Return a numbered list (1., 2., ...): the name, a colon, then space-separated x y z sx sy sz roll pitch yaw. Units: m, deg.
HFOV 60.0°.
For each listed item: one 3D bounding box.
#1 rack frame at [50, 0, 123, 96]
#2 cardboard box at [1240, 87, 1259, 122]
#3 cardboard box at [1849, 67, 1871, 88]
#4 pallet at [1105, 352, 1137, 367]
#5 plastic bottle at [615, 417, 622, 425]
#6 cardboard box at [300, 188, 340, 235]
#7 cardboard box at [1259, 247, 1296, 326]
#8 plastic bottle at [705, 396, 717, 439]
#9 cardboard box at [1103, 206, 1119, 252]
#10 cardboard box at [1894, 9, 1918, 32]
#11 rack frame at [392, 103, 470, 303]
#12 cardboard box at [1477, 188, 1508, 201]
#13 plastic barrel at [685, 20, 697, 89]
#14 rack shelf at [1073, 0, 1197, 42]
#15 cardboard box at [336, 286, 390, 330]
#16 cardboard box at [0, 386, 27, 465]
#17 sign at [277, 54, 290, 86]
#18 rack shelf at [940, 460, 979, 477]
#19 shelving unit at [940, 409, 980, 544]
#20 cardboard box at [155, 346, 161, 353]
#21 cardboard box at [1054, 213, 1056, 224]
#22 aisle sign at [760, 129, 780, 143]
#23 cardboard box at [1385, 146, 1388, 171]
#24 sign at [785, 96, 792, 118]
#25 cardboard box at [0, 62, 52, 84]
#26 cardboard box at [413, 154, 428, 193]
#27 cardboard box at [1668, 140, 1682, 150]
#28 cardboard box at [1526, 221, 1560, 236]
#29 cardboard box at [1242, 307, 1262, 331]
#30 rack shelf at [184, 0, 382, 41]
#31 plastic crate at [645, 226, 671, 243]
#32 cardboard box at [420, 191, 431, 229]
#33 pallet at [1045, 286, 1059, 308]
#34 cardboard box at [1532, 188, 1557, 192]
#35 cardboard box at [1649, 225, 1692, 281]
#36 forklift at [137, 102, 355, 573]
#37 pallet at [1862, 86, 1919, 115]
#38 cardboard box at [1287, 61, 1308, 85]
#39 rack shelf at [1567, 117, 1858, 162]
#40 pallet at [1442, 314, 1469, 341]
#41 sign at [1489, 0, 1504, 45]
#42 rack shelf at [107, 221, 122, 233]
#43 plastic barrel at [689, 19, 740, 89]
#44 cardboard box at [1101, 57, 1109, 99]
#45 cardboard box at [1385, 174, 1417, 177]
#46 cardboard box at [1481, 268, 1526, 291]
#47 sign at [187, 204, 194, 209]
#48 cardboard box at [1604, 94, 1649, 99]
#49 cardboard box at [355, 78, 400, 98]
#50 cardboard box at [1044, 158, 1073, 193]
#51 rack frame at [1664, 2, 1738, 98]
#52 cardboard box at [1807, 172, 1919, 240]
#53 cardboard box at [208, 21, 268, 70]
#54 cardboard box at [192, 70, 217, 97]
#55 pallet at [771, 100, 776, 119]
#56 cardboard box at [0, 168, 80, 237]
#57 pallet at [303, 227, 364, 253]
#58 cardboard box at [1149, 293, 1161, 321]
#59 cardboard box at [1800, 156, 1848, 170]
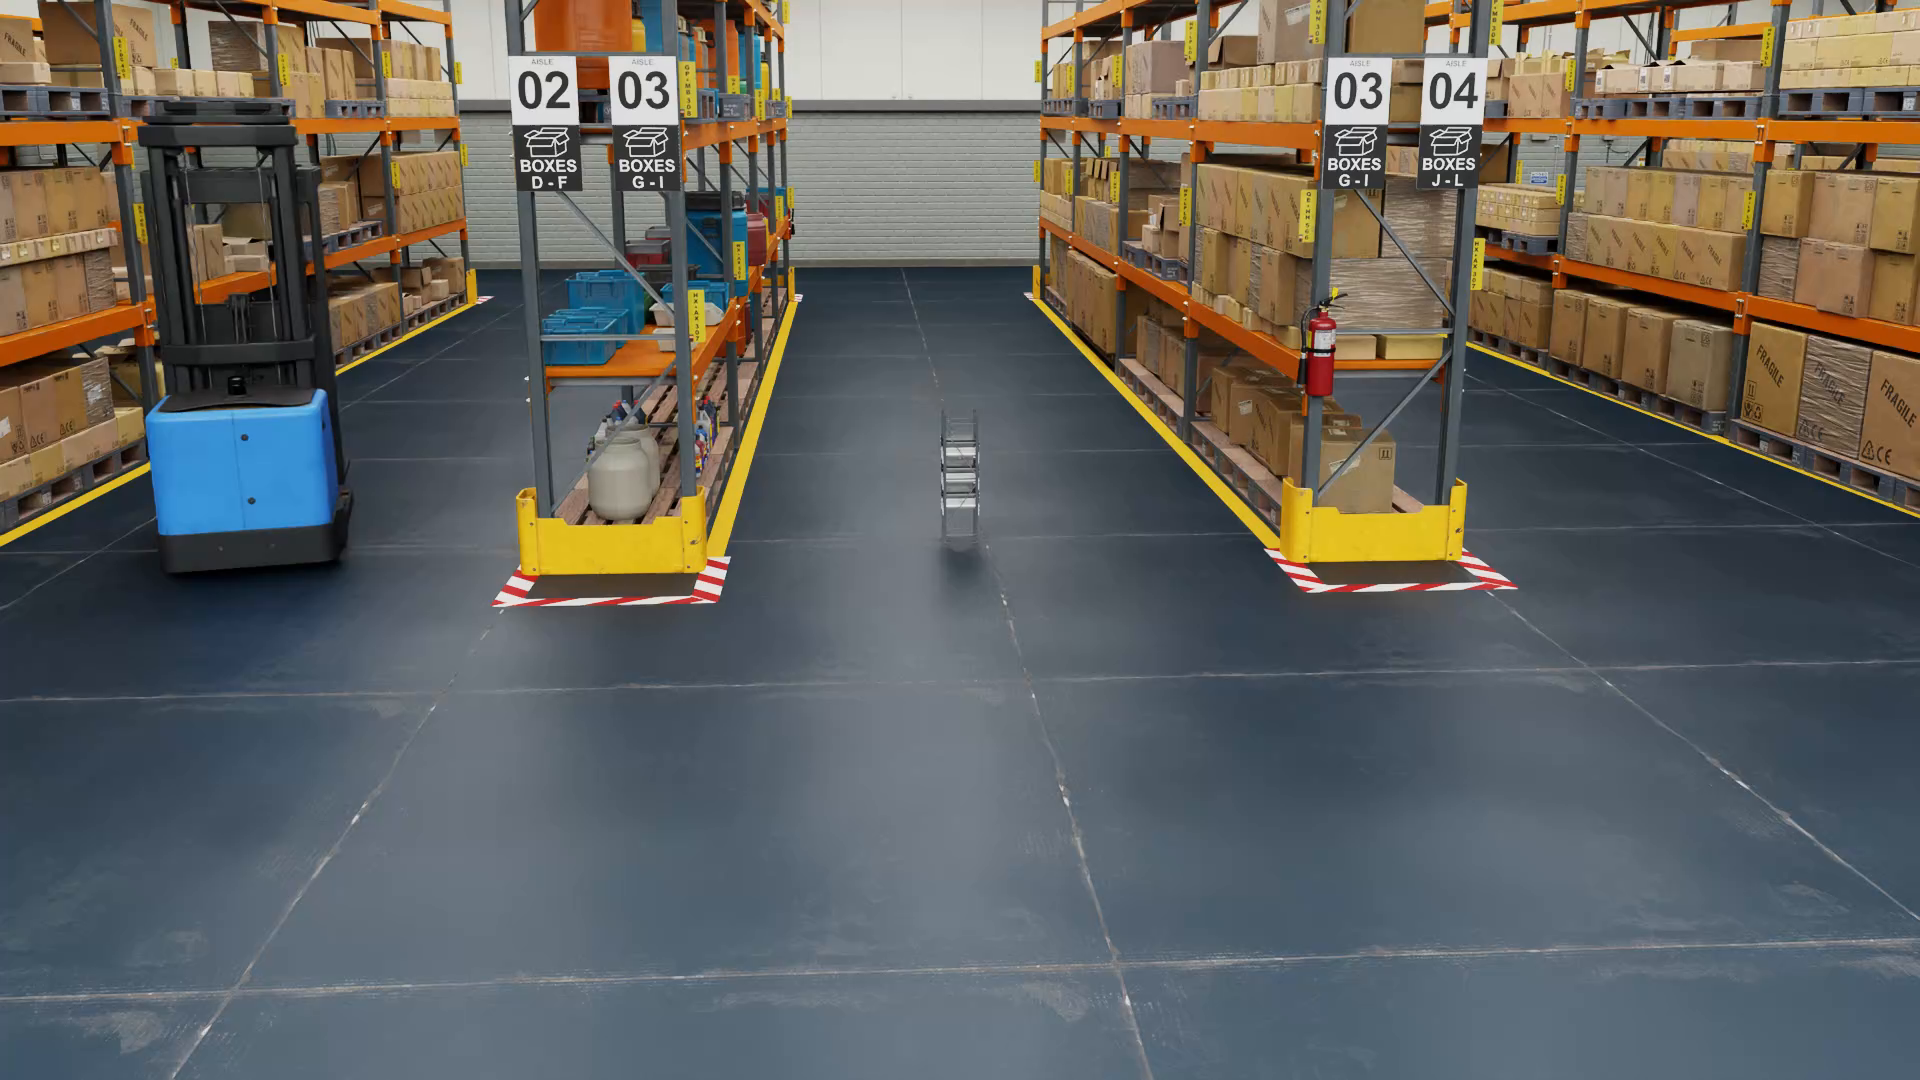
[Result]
1. rack frame: -7.385 -5.082 13.220 1.000 3.000 0.127 -1 14 -3
2. cardboard box: 2.373 -3.207 12.252 0.500 0.250 0.500 -1 14 -4
3. cardboard box: 7.207 -3.614 12.995 0.380 0.149 0.250 -1 14 -4
4. pallet: 2.281 -2.171 19.539 1.003 0.211 1.213 -1 14 -3
5. plastic bottle: -2.747 -0.854 13.419 0.097 0.271 0.097 0 14 0
6. cardboard box: -7.651 -3.809 19.267 0.700 0.500 0.500 2 15 7
7. cardboard box: 2.593 -1.786 11.652 0.875 0.500 0.500 -1 14 -3
8. plastic bottle: -2.114 -1.027 13.931 0.144 0.351 0.185 -1 14 -5
9. cardboard box: 1.951 -3.615 19.357 0.500 0.500 0.500 -1 14 -4
10. cardboard box: 7.236 -3.875 12.409 0.380 0.149 0.250 -1 14 -4
11. rack frame: -8.129 -5.161 25.567 1.000 3.000 0.127 -1 14 -3
12. cardboard box: 6.610 -4.313 20.738 0.380 0.149 0.250 0 14 -1
13. plastic barrel: -2.771 -4.396 15.568 0.600 0.901 0.708 -1 14 -3
14. rack shelf: 2.130 -6.184 19.750 1.077 0.370 4.000 -1 14 -3
15. cardboard box: -7.542 -2.928 21.019 0.500 0.500 0.500 -1 14 -3
16. cardboard box: -7.026 -0.802 11.796 0.500 0.500 0.500 -1 14 -3
17. sign: -7.079 -4.920 17.411 0.100 0.325 0.005 -1 14 -3
18. rack shelf: 0.000 -0.493 11.408 0.258 0.077 0.200 -1 14 -3
19. shelving unit: 0.000 -0.438 11.422 0.258 0.900 0.210 -1 14 -3
20. cardboard box: -7.221 -1.680 15.587 0.500 0.311 0.500 -1 14 -5
21. cardboard box: 1.566 -4.651 24.086 0.380 0.149 0.250 -1 14 -3
22. aisle sign: -2.897 -6.518 25.624 0.394 0.787 0.004 -1 14 -3
23. cardboard box: 6.526 -5.671 24.742 0.500 0.500 0.500 -1 14 -5
24. sign: -2.637 -6.651 25.548 0.100 0.325 0.005 -1 14 -3
25. cardboard box: -7.038 -3.483 12.406 0.380 0.149 0.250 -1 14 -3
26. cardboard box: -7.693 -5.077 23.031 0.500 0.500 0.500 -1 14 -5
27. cardboard box: 11.395 -6.221 26.175 0.380 0.149 0.250 -1 14 -2
28. cardboard box: 6.722 -3.573 19.053 0.380 0.149 0.250 -1 14 -3
29. cardboard box: 2.328 -1.652 12.430 0.380 0.149 0.250 -1 14 -3
30. rack shelf: -7.757 -6.032 19.159 1.077 0.370 4.000 -1 14 -3
31. plastic crate: -2.894 -2.872 16.539 0.402 0.464 0.583 -1 14 -3
32. cardboard box: -7.704 -4.598 23.175 0.500 0.500 0.500 -1 14 -4
33. pallet: 1.886 -3.765 25.737 1.003 0.211 1.213 -1 14 -3
34. cardboard box: 7.281 -4.252 20.500 0.380 0.149 0.250 -1 14 -4
35. cardboard box: 7.097 -2.806 16.211 0.500 0.500 0.500 -1 14 -3
36. forklift: -4.962 -1.536 11.614 1.130 2.935 3.031 -4 15 -17
37. pallet: 7.572 -3.284 12.428 1.003 0.211 1.213 -1 14 -3
38. cardboard box: 2.396 -3.104 11.054 0.380 0.149 0.250 -2 15 -6
39. rack shelf: 7.335 -3.982 16.407 1.077 0.370 4.000 -1 14 -3
40. pallet: 7.013 -2.826 22.086 1.003 0.211 1.213 -1 14 -3
41. sign: 3.291 -3.219 10.242 0.100 0.325 0.005 -1 14 -3
42. rack shelf: -12.949 -4.238 23.422 1.077 0.370 4.000 -1 14 -3
43. plastic barrel: -2.721 -5.253 18.197 0.600 0.830 0.708 -1 14 -3
44. cardboard box: 2.106 -5.538 19.959 0.797 0.503 0.637 -1 14 -4
45. cardboard box: 2.964 -2.276 11.550 0.500 0.500 0.500 -1 14 -3
46. cardboard box: 6.808 -3.279 20.919 0.500 0.250 0.500 0 14 -1
47. sign: -8.174 -3.683 17.658 0.100 0.325 0.005 -1 14 -3
48. cardboard box: 7.441 -5.022 18.806 0.500 0.500 0.500 -1 14 -3
49. cardboard box: -7.663 -5.914 21.768 0.500 0.250 0.500 -1 14 -3
50. cardboard box: 1.550 -5.500 25.082 0.500 0.500 0.500 -1 14 -5
51. rack frame: 11.650 -8.372 26.005 1.000 3.000 0.127 -1 14 -3
52. cardboard box: 7.597 -2.749 13.722 0.875 0.550 0.550 -1 14 -3
53. cardboard box: -7.654 -5.266 17.745 0.500 0.500 0.500 -1 14 -3
54. cardboard box: -7.474 -4.371 15.932 0.500 0.250 0.500 -1 14 -5
55. pallet: -2.718 -5.128 19.796 1.003 0.211 1.213 -1 14 -3
56. cardboard box: -7.319 -2.618 12.877 0.700 0.500 0.500 -1 14 -4
57. pallet: -7.758 -3.562 19.737 1.003 0.211 1.213 -1 14 -3
58. cardboard box: 2.326 -2.523 17.942 0.500 0.250 0.500 0 14 -1
59. cardboard box: 11.638 -4.890 22.306 0.500 0.500 0.500 -1 14 -3
